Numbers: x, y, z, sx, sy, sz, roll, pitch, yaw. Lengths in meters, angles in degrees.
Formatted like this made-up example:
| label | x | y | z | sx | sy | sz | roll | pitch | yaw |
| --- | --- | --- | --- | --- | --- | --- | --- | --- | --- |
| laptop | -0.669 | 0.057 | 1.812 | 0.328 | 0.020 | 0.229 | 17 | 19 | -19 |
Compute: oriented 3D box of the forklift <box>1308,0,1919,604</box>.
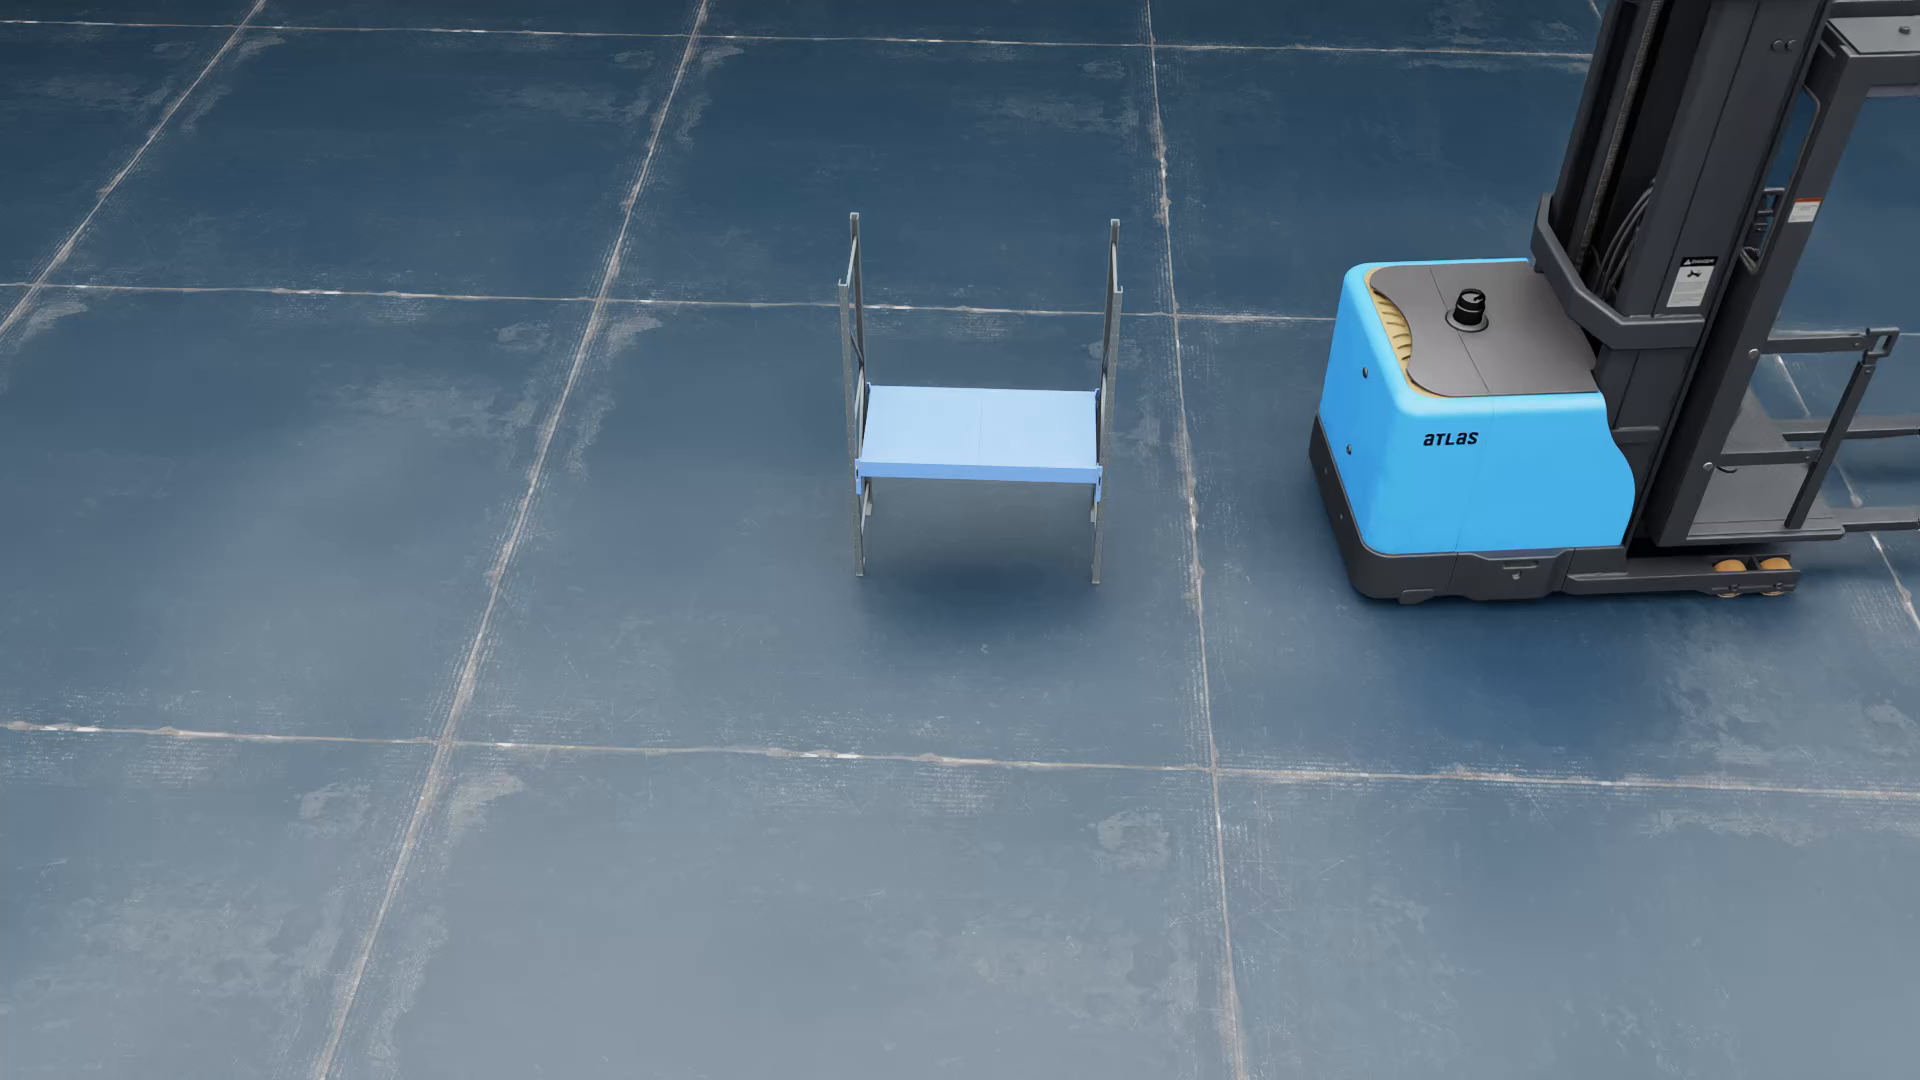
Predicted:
| label | x | y | z | sx | sy | sz | roll | pitch | yaw |
| --- | --- | --- | --- | --- | --- | --- | --- | --- | --- |
| forklift | 3.143 | -1.189 | 6.461 | 3.031 | 2.935 | 1.130 | -2 | 43 | -3 |

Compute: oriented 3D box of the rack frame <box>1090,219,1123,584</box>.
| label | x | y | z | sx | sy | sz | roll | pitch | yaw |
| --- | --- | --- | --- | --- | --- | --- | --- | --- | --- |
| rack frame | 0.593 | -0.531 | 6.805 | 0.032 | 1.500 | 0.500 | 2 | 43 | 2 |

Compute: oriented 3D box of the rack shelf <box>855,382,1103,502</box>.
| label | x | y | z | sx | sy | sz | roll | pitch | yaw |
| --- | --- | --- | --- | --- | --- | --- | --- | --- | --- |
| rack shelf | 0.085 | -0.415 | 6.944 | 1.000 | 0.185 | 0.538 | 2 | 43 | 2 |

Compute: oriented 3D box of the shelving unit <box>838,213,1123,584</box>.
| label | x | y | z | sx | sy | sz | roll | pitch | yaw |
| --- | --- | --- | --- | --- | --- | --- | --- | --- | --- |
| shelving unit | 0.085 | -0.546 | 6.821 | 1.048 | 1.500 | 0.538 | 2 | 43 | 2 |

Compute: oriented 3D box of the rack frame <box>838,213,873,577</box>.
| label | x | y | z | sx | sy | sz | roll | pitch | yaw |
| --- | --- | --- | --- | --- | --- | --- | --- | --- | --- |
| rack frame | -0.423 | -0.562 | 6.838 | 0.032 | 1.500 | 0.500 | 2 | 43 | 2 |
